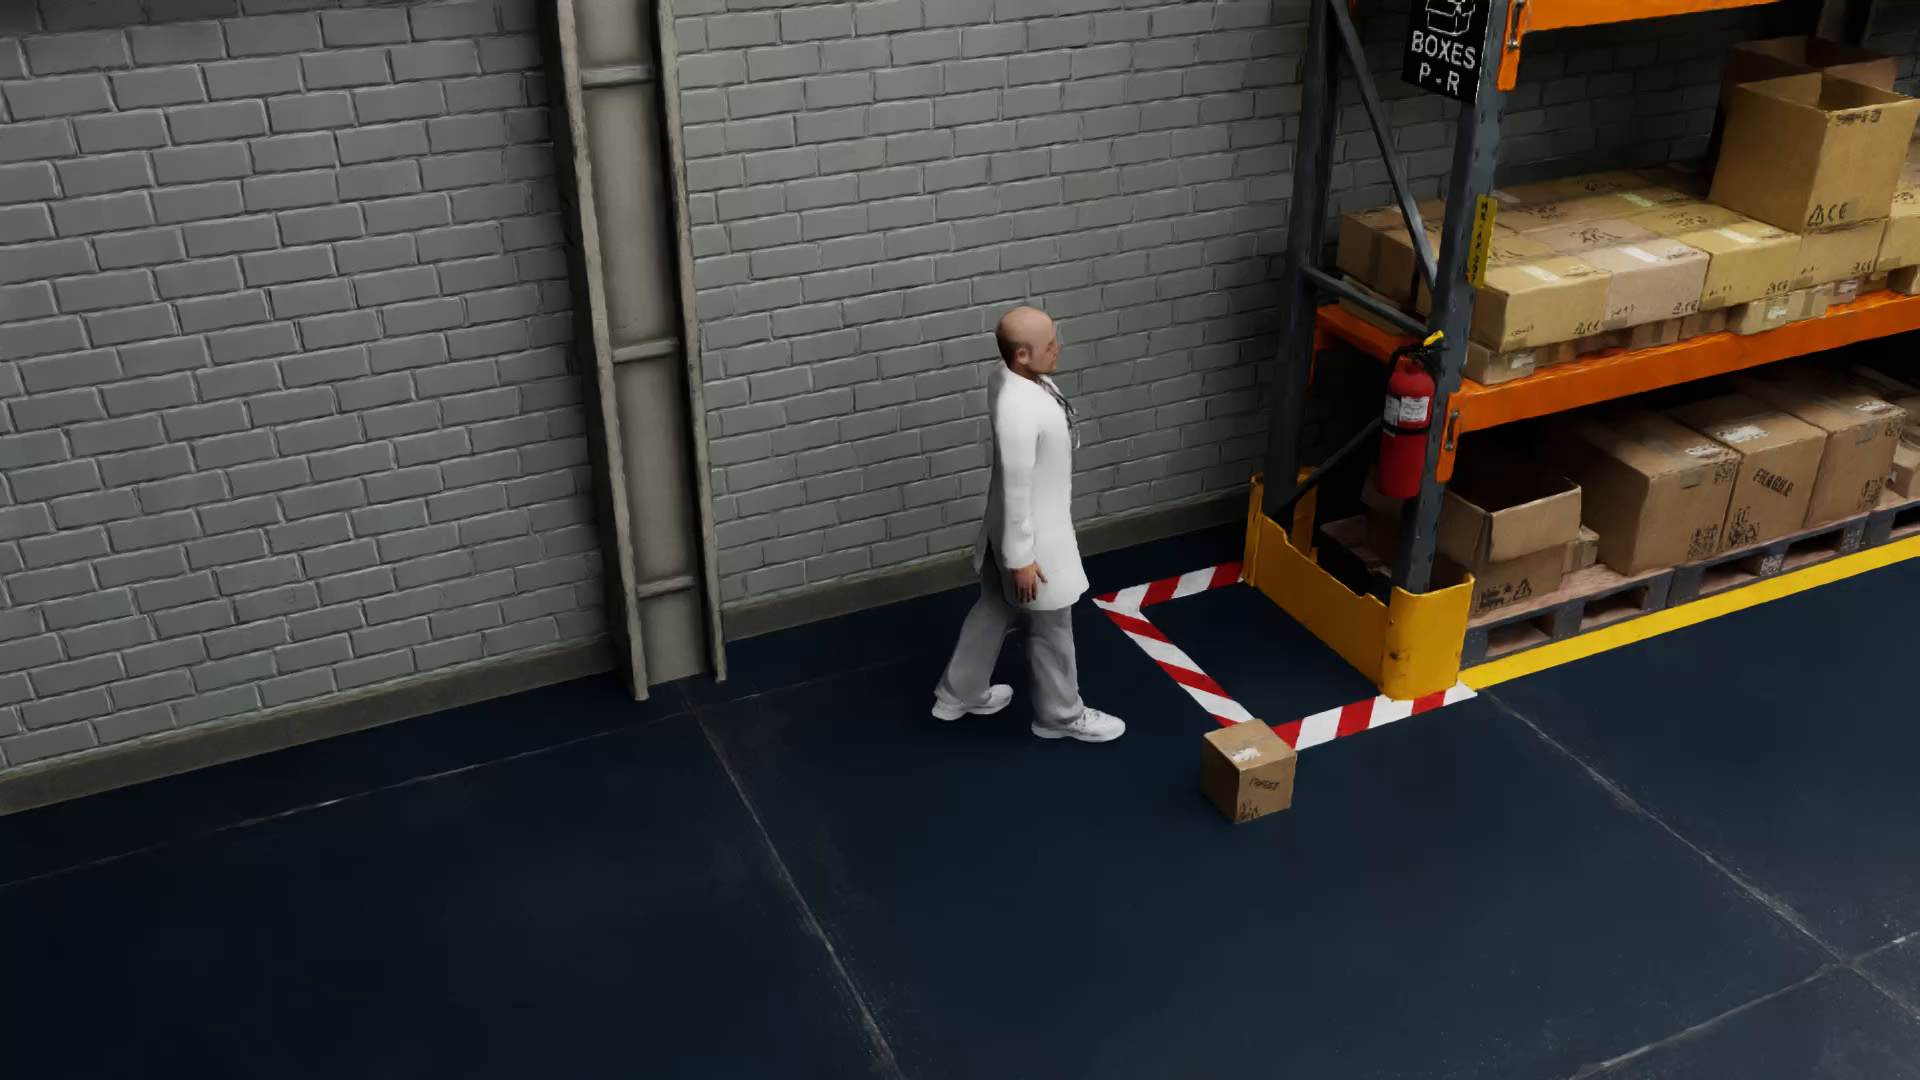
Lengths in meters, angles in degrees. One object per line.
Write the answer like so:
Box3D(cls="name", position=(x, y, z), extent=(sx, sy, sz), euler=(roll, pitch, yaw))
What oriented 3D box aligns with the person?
Box3D(cls="person", position=(0.269, -0.043, 6.201), extent=(0.739, 1.775, 0.605), euler=(-4, 29, -6))
